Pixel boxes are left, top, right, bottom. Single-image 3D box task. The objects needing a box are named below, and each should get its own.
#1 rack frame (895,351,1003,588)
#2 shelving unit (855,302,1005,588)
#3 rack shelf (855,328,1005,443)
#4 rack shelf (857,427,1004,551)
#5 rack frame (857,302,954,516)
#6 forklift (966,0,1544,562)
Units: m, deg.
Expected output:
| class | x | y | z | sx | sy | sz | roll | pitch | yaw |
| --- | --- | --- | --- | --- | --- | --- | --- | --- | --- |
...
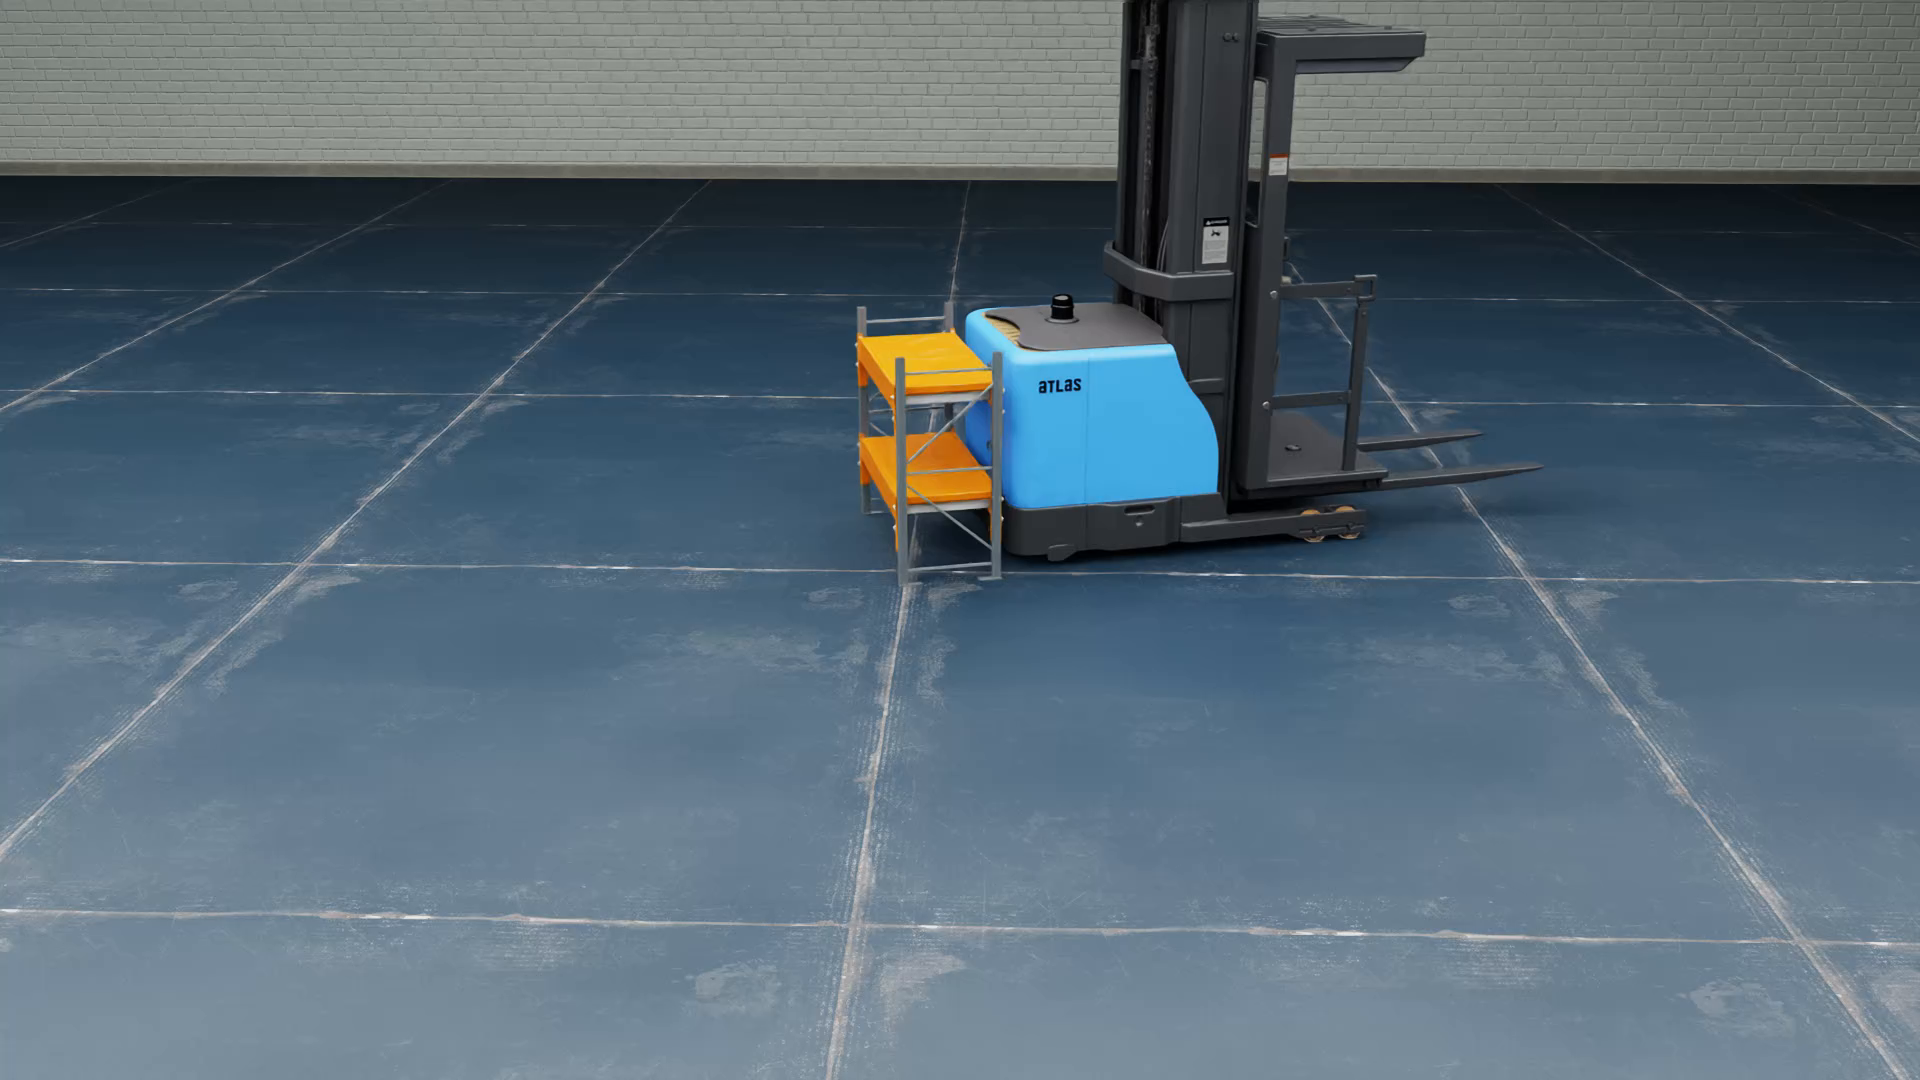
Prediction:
| class | x | y | z | sx | sy | sz | roll | pitch | yaw |
| --- | --- | --- | --- | --- | --- | --- | --- | --- | --- |
| rack frame | -0.050 | -0.323 | 7.805 | 0.500 | 1.125 | 0.032 | -5 | 22 | -12 |
| shelving unit | -0.165 | -0.502 | 8.267 | 0.538 | 1.125 | 1.048 | -5 | 22 | -12 |
| rack shelf | -0.165 | -0.775 | 8.161 | 0.538 | 0.278 | 1.000 | -5 | 22 | -12 |
| rack shelf | -0.165 | -0.274 | 8.355 | 0.538 | 0.278 | 1.000 | -5 | 22 | -12 |
| rack frame | -0.280 | -0.681 | 8.728 | 0.500 | 1.125 | 0.032 | -5 | 22 | -12 |
| forklift | 1.591 | -1.533 | 8.427 | 3.031 | 2.935 | 1.130 | -5 | 22 | -13 |
